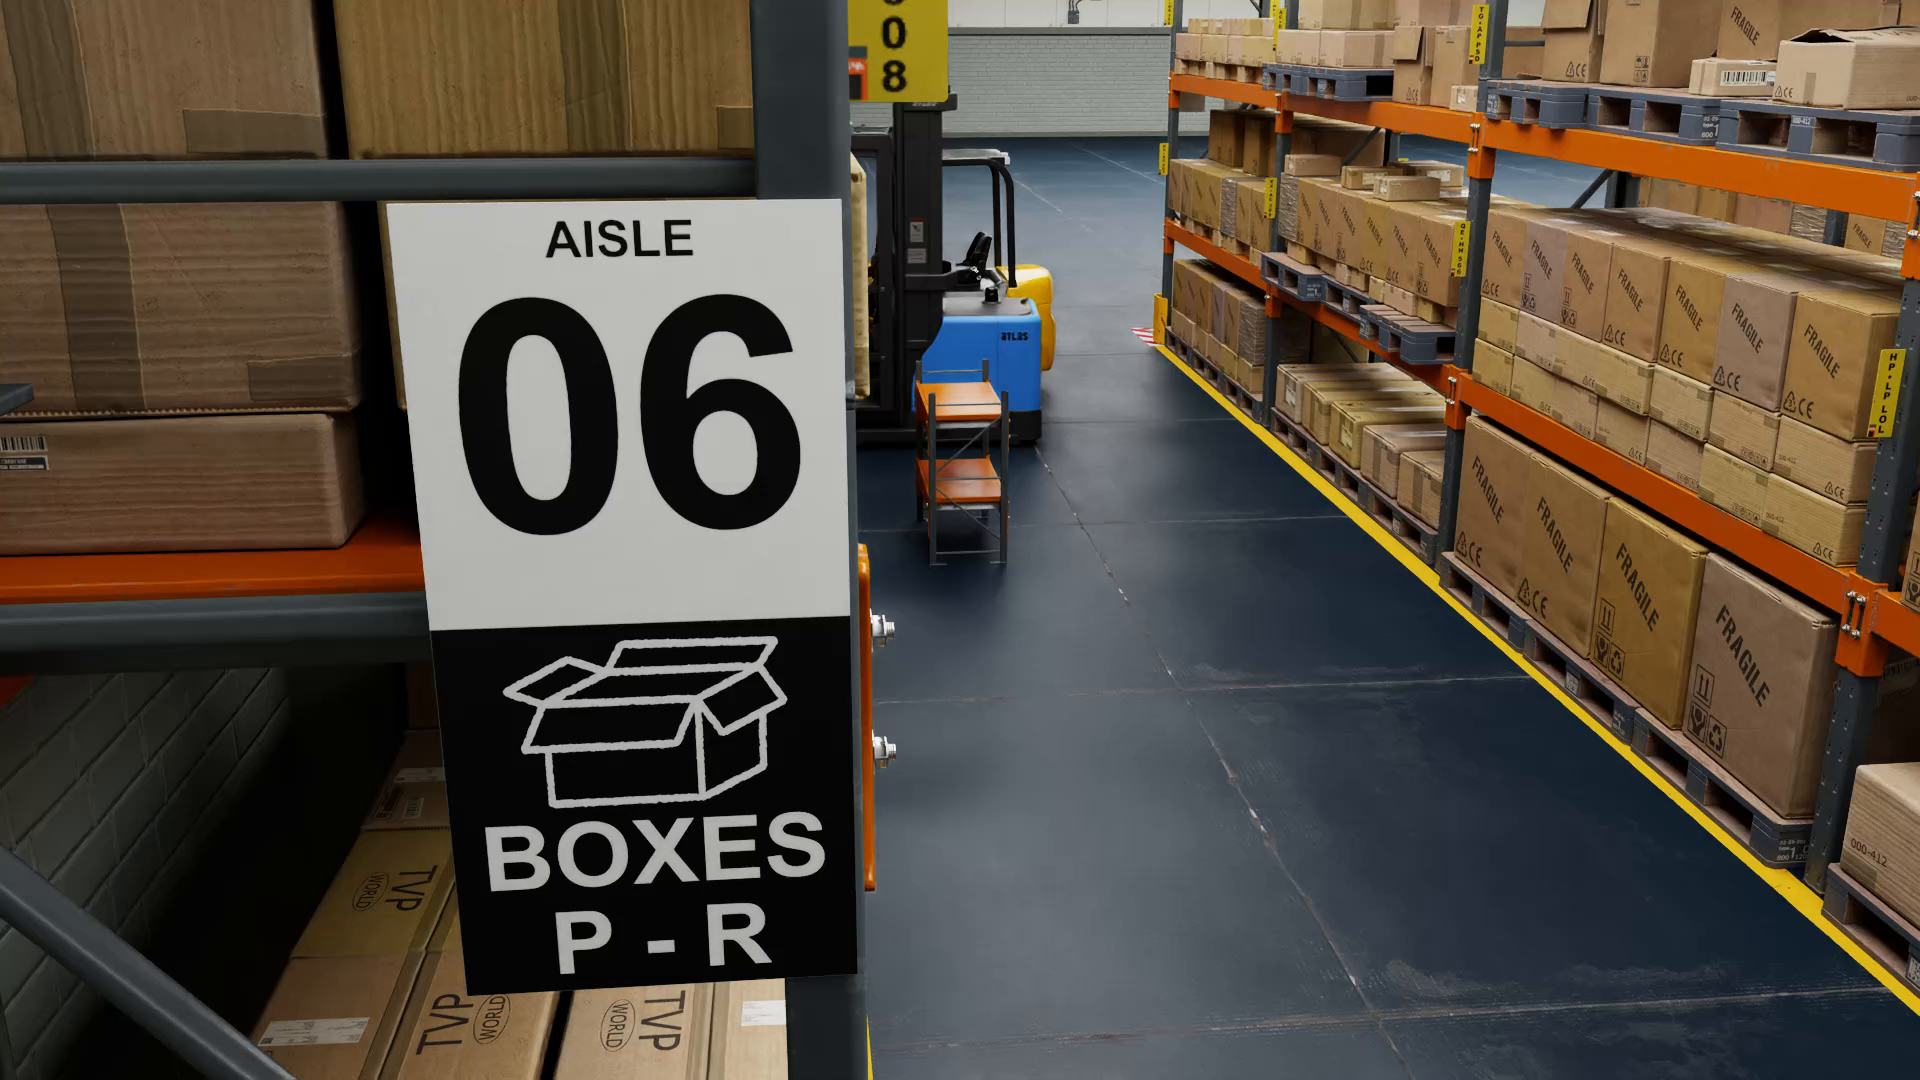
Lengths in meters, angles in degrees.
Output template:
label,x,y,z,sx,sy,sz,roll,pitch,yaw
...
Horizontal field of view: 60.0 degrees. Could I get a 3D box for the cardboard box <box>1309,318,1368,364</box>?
label,x,y,z,sx,sy,sz,roll,pitch,yaw
cardboard box,3.306,-1.853,14.709,0.500,0.500,0.500,-1,17,-3

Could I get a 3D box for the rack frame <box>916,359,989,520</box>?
label,x,y,z,sx,sy,sz,roll,pitch,yaw
rack frame,-0.052,-0.686,11.485,0.500,1.125,0.032,-2,18,-6

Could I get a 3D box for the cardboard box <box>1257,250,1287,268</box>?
label,x,y,z,sx,sy,sz,roll,pitch,yaw
cardboard box,2.762,-2.389,14.198,0.380,0.149,0.250,-2,18,-6

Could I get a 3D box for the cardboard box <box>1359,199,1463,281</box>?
label,x,y,z,sx,sy,sz,roll,pitch,yaw
cardboard box,3.070,-2.052,11.340,0.500,0.500,0.500,-3,18,-9

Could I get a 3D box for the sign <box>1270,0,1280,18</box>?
label,x,y,z,sx,sy,sz,roll,pitch,yaw
sign,3.240,-5.479,17.135,0.100,0.325,0.005,-2,18,-6

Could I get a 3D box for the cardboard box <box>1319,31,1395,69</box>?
label,x,y,z,sx,sy,sz,roll,pitch,yaw
cardboard box,2.887,-3.496,11.845,0.500,0.250,0.500,-2,18,-6

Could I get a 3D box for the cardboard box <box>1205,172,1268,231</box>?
label,x,y,z,sx,sy,sz,roll,pitch,yaw
cardboard box,2.630,-3.197,15.689,0.500,0.500,0.500,-2,18,-7

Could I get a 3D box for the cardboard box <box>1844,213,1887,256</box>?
label,x,y,z,sx,sy,sz,roll,pitch,yaw
cardboard box,7.798,-2.488,13.928,0.500,0.500,0.500,-2,17,-5

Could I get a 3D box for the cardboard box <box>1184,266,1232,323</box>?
label,x,y,z,sx,sy,sz,roll,pitch,yaw
cardboard box,2.555,-2.449,16.607,0.500,0.500,0.500,-2,18,-8

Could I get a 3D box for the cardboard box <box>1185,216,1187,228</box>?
label,x,y,z,sx,sy,sz,roll,pitch,yaw
cardboard box,2.502,-3.231,16.879,0.380,0.149,0.250,-2,18,-7

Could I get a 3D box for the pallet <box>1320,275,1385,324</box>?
label,x,y,z,sx,sy,sz,roll,pitch,yaw
pallet,3.266,-1.728,11.993,1.003,0.211,1.213,-2,18,-6

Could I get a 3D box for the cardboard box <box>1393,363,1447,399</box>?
label,x,y,z,sx,sy,sz,roll,pitch,yaw
cardboard box,4.341,-1.592,15.411,0.500,0.500,0.500,11,21,32

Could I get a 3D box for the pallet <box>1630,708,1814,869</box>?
label,x,y,z,sx,sy,sz,roll,pitch,yaw
pallet,3.769,1.064,7.436,1.003,0.211,1.213,-2,18,-6

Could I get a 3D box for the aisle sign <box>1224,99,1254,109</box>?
label,x,y,z,sx,sy,sz,roll,pitch,yaw
aisle sign,2.968,-4.882,17.380,0.394,0.787,0.004,-2,18,-6

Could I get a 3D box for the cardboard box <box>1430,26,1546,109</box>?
label,x,y,z,sx,sy,sz,roll,pitch,yaw
cardboard box,3.423,-2.992,10.526,0.700,0.500,0.500,-2,18,-6

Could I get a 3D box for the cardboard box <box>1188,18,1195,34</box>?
label,x,y,z,sx,sy,sz,roll,pitch,yaw
cardboard box,2.520,-5.194,16.793,0.380,0.149,0.250,-2,18,-6

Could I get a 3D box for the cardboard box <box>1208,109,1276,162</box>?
label,x,y,z,sx,sy,sz,roll,pitch,yaw
cardboard box,2.956,-4.136,17.009,0.700,0.500,0.500,-2,18,-7

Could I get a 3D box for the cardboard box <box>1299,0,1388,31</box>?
label,x,y,z,sx,sy,sz,roll,pitch,yaw
cardboard box,2.821,-3.886,12.255,0.500,0.250,0.500,-2,18,-7

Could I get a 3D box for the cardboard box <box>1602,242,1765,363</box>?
label,x,y,z,sx,sy,sz,roll,pitch,yaw
cardboard box,3.466,-1.149,7.991,0.500,0.500,0.500,-1,17,-5

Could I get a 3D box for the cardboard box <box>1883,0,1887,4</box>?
label,x,y,z,sx,sy,sz,roll,pitch,yaw
cardboard box,7.657,-4.645,14.176,0.380,0.149,0.250,-2,18,-6

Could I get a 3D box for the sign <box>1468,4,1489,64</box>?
label,x,y,z,sx,sy,sz,roll,pitch,yaw
sign,2.971,-2.892,9.512,0.100,0.325,0.005,-2,18,-6

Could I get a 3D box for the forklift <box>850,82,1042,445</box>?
label,x,y,z,sx,sy,sz,roll,pitch,yaw
forklift,-0.854,-2.295,13.594,3.031,2.935,1.130,0,17,-1

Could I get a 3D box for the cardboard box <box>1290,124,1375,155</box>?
label,x,y,z,sx,sy,sz,roll,pitch,yaw
cardboard box,3.238,-3.380,14.602,0.700,0.500,0.500,-2,18,-5

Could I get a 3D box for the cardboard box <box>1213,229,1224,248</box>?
label,x,y,z,sx,sy,sz,roll,pitch,yaw
cardboard box,2.595,-2.844,15.649,0.380,0.149,0.250,-2,18,-5

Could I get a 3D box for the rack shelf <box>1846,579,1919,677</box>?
label,x,y,z,sx,sy,sz,roll,pitch,yaw
rack shelf,4.130,0.900,4.504,1.077,0.370,4.000,-2,18,-6

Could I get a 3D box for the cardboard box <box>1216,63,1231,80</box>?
label,x,y,z,sx,sy,sz,roll,pitch,yaw
cardboard box,2.602,-4.355,15.451,0.380,0.149,0.250,-2,18,-7

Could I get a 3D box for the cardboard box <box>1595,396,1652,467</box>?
label,x,y,z,sx,sy,sz,roll,pitch,yaw
cardboard box,3.484,-0.550,8.171,0.500,0.250,0.500,-2,18,-6

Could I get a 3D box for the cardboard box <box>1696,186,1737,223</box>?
label,x,y,z,sx,sy,sz,roll,pitch,yaw
cardboard box,7.789,-3.269,16.332,0.875,0.550,0.500,-2,18,-6

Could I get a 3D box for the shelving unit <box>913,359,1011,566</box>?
label,x,y,z,sx,sy,sz,roll,pitch,yaw
shelving unit,0.001,-0.535,11.002,0.538,1.125,1.048,-2,18,-6

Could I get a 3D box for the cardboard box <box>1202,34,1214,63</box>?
label,x,y,z,sx,sy,sz,roll,pitch,yaw
cardboard box,2.593,-4.654,15.740,0.500,0.250,0.500,-1,17,-4

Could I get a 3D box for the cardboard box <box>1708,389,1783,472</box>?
label,x,y,z,sx,sy,sz,roll,pitch,yaw
cardboard box,3.577,-0.479,7.109,0.500,0.250,0.500,-1,17,-4

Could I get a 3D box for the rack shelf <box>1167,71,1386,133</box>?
label,x,y,z,sx,sy,sz,roll,pitch,yaw
rack shelf,2.892,-4.106,15.442,1.077,0.370,4.000,-2,18,-6

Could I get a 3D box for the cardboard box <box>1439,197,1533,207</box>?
label,x,y,z,sx,sy,sz,roll,pitch,yaw
cardboard box,3.573,-2.075,11.414,0.500,0.500,0.500,-1,17,-5

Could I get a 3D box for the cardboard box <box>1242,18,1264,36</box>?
label,x,y,z,sx,sy,sz,roll,pitch,yaw
cardboard box,2.650,-4.431,14.362,0.380,0.149,0.250,-1,17,-4

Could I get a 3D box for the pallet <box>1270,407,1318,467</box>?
label,x,y,z,sx,sy,sz,roll,pitch,yaw
pallet,3.180,-0.860,13.565,1.003,0.211,1.213,-2,18,-6

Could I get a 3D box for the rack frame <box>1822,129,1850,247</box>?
label,x,y,z,sx,sy,sz,roll,pitch,yaw
rack frame,8.012,-2.606,14.469,1.000,3.000,0.127,-2,18,-6

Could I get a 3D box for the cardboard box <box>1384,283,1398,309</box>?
label,x,y,z,sx,sy,sz,roll,pitch,yaw
cardboard box,3.055,-1.628,11.074,0.380,0.149,0.250,-3,18,-8

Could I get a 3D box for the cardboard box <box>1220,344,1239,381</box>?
label,x,y,z,sx,sy,sz,roll,pitch,yaw
cardboard box,2.705,-1.637,15.274,0.500,0.250,0.500,-2,18,-7

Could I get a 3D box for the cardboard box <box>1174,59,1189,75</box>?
label,x,y,z,sx,sy,sz,roll,pitch,yaw
cardboard box,2.397,-4.817,16.923,0.380,0.149,0.250,-2,18,-6

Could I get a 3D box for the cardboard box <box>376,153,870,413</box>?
label,x,y,z,sx,sy,sz,roll,pitch,yaw
cardboard box,-0.375,-0.335,1.982,0.500,0.250,0.500,-2,18,-6

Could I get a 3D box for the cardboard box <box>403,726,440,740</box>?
label,x,y,z,sx,sy,sz,roll,pitch,yaw
cardboard box,-1.121,0.504,4.318,0.500,0.250,0.500,-1,17,-4

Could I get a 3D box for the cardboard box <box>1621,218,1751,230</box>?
label,x,y,z,sx,sy,sz,roll,pitch,yaw
cardboard box,3.886,-1.457,8.974,0.500,0.500,0.500,-1,17,-5

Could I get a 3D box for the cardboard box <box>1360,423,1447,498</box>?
label,x,y,z,sx,sy,sz,roll,pitch,yaw
cardboard box,3.378,-0.566,11.657,0.950,0.372,0.625,-2,18,-7

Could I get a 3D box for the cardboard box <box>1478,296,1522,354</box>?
label,x,y,z,sx,sy,sz,roll,pitch,yaw
cardboard box,3.318,-1.239,9.532,0.500,0.250,0.500,-2,18,-6

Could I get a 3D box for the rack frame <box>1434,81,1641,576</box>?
label,x,y,z,sx,sy,sz,roll,pitch,yaw
rack frame,3.511,-1.231,10.090,1.000,3.000,0.127,-2,18,-6

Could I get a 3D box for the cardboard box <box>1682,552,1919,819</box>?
label,x,y,z,sx,sy,sz,roll,pitch,yaw
cardboard box,3.780,0.592,7.130,0.875,0.875,0.875,-1,17,-4

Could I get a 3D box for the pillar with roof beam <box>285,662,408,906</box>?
label,x,y,z,sx,sy,sz,roll,pitch,yaw
pillar with roof beam,2.444,-2.645,4.577,9.100,9.000,0.400,-2,18,-6

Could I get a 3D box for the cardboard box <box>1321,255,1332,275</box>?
label,x,y,z,sx,sy,sz,roll,pitch,yaw
cardboard box,2.948,-2.094,12.557,0.380,0.149,0.250,-2,17,-5

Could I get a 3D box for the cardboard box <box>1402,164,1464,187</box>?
label,x,y,z,sx,sy,sz,roll,pitch,yaw
cardboard box,3.506,-2.706,12.340,0.380,0.149,0.250,-3,18,-8

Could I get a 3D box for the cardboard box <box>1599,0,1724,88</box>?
label,x,y,z,sx,sy,sz,roll,pitch,yaw
cardboard box,3.802,-2.621,8.642,0.700,0.500,0.500,-3,18,-8
